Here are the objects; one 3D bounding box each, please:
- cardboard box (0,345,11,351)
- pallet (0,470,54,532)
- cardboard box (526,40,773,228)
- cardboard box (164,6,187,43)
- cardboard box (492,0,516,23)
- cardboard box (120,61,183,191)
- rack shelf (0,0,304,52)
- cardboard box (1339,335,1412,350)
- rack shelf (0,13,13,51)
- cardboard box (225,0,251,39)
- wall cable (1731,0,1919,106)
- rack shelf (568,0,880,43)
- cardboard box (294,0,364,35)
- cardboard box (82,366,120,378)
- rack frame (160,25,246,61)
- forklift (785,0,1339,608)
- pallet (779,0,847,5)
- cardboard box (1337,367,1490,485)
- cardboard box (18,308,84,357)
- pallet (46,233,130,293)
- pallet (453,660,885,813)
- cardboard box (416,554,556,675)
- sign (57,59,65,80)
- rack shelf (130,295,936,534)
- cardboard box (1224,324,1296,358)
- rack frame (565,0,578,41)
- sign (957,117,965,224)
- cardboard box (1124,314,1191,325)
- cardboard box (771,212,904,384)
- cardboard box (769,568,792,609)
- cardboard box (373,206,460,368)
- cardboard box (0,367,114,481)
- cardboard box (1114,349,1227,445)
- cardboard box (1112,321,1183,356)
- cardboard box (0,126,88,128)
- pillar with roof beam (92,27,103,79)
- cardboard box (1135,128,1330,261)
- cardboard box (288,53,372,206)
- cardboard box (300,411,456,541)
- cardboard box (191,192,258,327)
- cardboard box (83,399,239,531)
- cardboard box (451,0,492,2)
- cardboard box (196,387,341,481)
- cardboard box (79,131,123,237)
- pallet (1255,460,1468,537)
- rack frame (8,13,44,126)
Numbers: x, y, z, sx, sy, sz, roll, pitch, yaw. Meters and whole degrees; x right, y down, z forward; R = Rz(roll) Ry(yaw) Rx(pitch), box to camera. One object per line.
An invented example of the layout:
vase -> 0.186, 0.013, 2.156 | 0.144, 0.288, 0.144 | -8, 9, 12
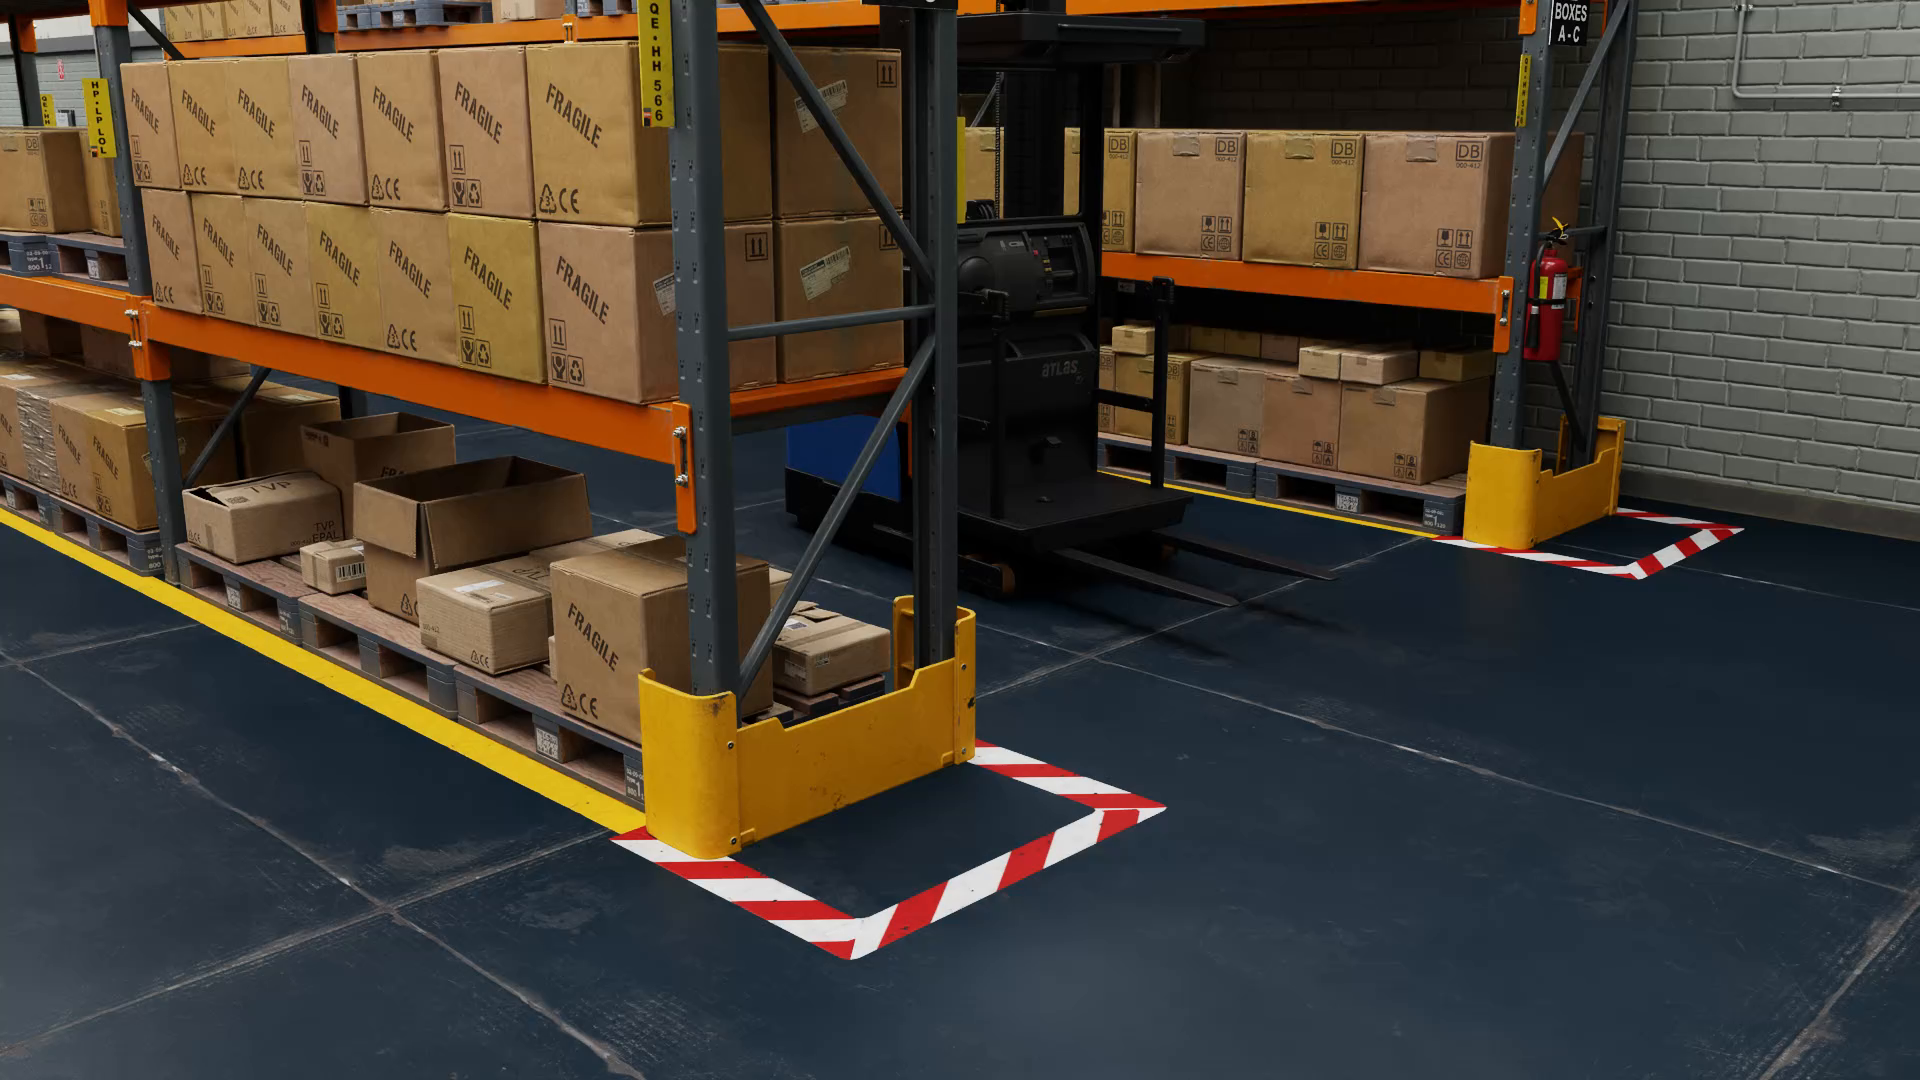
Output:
cardboard box -> -6.026, -0.906, 10.046 | 0.500, 0.500, 0.500 | -13, 20, -42
pallet -> -4.770, -0.334, 9.295 | 1.213, 0.211, 1.003 | 14, 20, 42
cardboard box -> -0.908, -1.195, 4.886 | 0.500, 0.500, 0.500 | 13, 20, 42
cardboard box -> -8.412, -5.740, 18.325 | 0.500, 0.500, 0.500 | -14, 20, -43
cardboard box -> -3.589, -4.689, 14.286 | 0.797, 0.503, 0.637 | -11, 18, -37
cardboard box -> -3.132, -1.733, 6.953 | 0.500, 0.500, 0.500 | -14, 20, -43
rack shelf -> -4.716, -2.788, 8.660 | 4.000, 0.370, 1.077 | 14, 20, 42
cardboard box -> 2.329, -1.049, 9.347 | 0.250, 0.149, 0.380 | 14, 20, 42
rack shelf -> -7.595, -3.488, 11.347 | 4.000, 0.370, 1.077 | 14, 20, 42
cardboard box -> -7.273, -5.459, 17.249 | 0.500, 0.500, 0.500 | -13, 19, -41
wall cable -> 4.618, -1.973, 8.042 | 1.851, 1.984, 0.084 | 14, 20, 42
rack shelf -> -1.280, -3.688, 12.113 | 4.000, 0.370, 1.077 | 14, 20, 42
cardboard box -> -6.136, -5.188, 16.206 | 0.500, 0.500, 0.500 | -14, 20, -43
cardboard box -> -4.565, -0.735, 9.390 | 0.500, 0.500, 0.500 | 13, 19, 40
rack frame -> -8.479, -4.334, 19.118 | 0.127, 3.000, 1.000 | 14, 20, 42
forklift -> 0.389, -1.294, 7.584 | 1.130, 2.935, 3.031 | -11, 18, -37
pallet -> -0.535, -3.745, 11.285 | 1.217, 0.209, 0.805 | 13, 19, 40
cardboard box -> 2.466, -0.632, 9.034 | 0.500, 0.500, 0.700 | 14, 20, 42
cardboard box -> -5.276, -1.270, 9.956 | 0.500, 0.250, 0.500 | -14, 20, -42
pallet -> -3.775, -1.401, 8.241 | 1.213, 0.211, 1.003 | 14, 20, 42
pallet -> -1.026, 0.563, 5.855 | 1.213, 0.211, 1.003 | 14, 20, 42
cardboard box -> -1.622, 0.261, 6.061 | 0.500, 0.250, 0.500 | 14, 20, 42
sign -> -13.383, -7.000, 24.749 | 0.199, 0.298, 0.001 | 14, 20, 42
rack shelf -> -1.836, -0.636, 6.352 | 4.000, 0.370, 1.077 | 14, 20, 42
cardboard box -> 1.781, -1.182, 9.857 | 0.250, 0.149, 0.380 | 14, 20, 43
rack frame -> -2.720, -2.934, 13.744 | 0.127, 3.000, 1.000 | 14, 20, 42
sign -> -0.020, -1.152, 5.186 | 0.005, 0.325, 0.100 | 14, 20, 42
cardboard box -> 1.231, -1.316, 10.371 | 0.250, 0.149, 0.380 | 13, 19, 40
cardboard box -> -0.533, -0.808, 5.387 | 0.500, 0.500, 0.500 | -14, 20, -43
cardboard box -> -0.951, 0.249, 6.107 | 0.500, 0.250, 0.500 | 14, 20, 42
cardboard box -> -1.639, -0.890, 5.701 | 0.500, 0.500, 0.500 | 14, 20, 43
cardboard box -> -4.909, -0.636, 9.011 | 0.500, 0.500, 0.500 | 13, 19, 40
cardboard box -> 1.354, -0.900, 10.060 | 0.700, 0.500, 0.500 | -14, 20, -43
cardboard box -> 1.123, -1.208, 9.957 | 0.250, 0.149, 0.380 | 13, 19, 41
cardboard box -> -5.624, -2.196, 9.881 | 0.500, 0.500, 0.700 | 7, 16, 24
pillar with roof beam -> -14.682, -7.541, 19.525 | 0.400, 9.000, 9.100 | 14, 20, 42
cardboard box -> 1.591, -2.027, 9.668 | 0.700, 0.700, 0.980 | 12, 19, 40
cardboard box -> -2.018, -1.463, 5.915 | 0.500, 0.500, 0.500 | -14, 20, -42
cardboard box -> -2.669, -0.289, 7.679 | 0.500, 0.500, 0.500 | 14, 20, 42
cardboard box -> -2.727, -1.155, 6.718 | 0.500, 0.500, 0.500 | 14, 20, 43
cardboard box -> -3.830, -0.372, 7.996 | 0.500, 0.500, 0.500 | 14, 20, 42
cardboard box -> -4.373, -5.011, 14.736 | 0.500, 0.500, 0.500 | 13, 19, 40
cardboard box -> -3.455, -0.467, 8.359 | 0.500, 0.500, 0.500 | 13, 19, 40
cardboard box -> -4.001, -1.818, 8.430 | 0.700, 0.500, 0.500 | -11, 18, -35
pallet -> 2.409, -0.310, 9.205 | 1.213, 0.211, 1.003 | 14, 20, 42
rack frame -> -6.155, -2.034, 10.291 | 0.127, 3.000, 1.000 | 14, 20, 42
